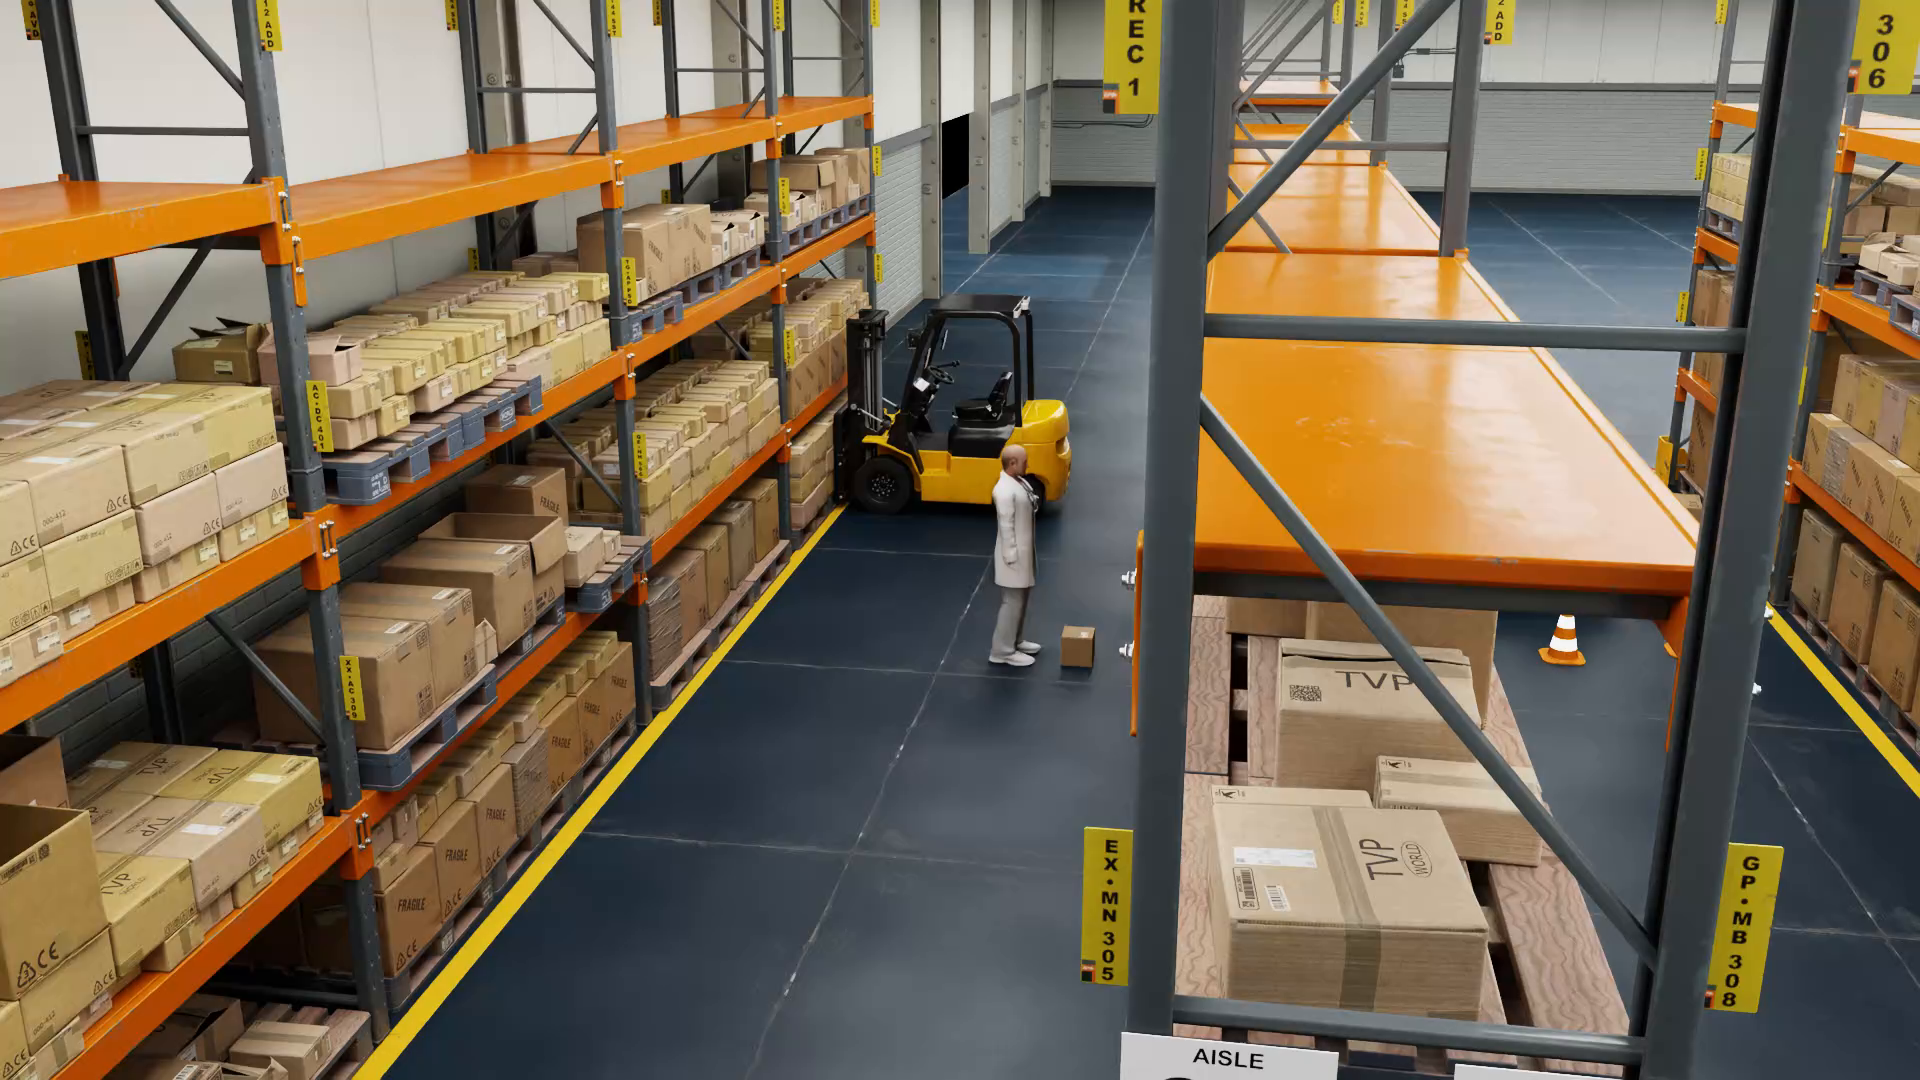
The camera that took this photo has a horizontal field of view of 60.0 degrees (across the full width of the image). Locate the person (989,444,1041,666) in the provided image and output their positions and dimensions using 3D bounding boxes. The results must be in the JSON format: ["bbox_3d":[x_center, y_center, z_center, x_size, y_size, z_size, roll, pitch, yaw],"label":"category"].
[{"bbox_3d":[0.451,0.103,13.276,0.382,1.775,0.563,3,18,10],"label":"person"}]
